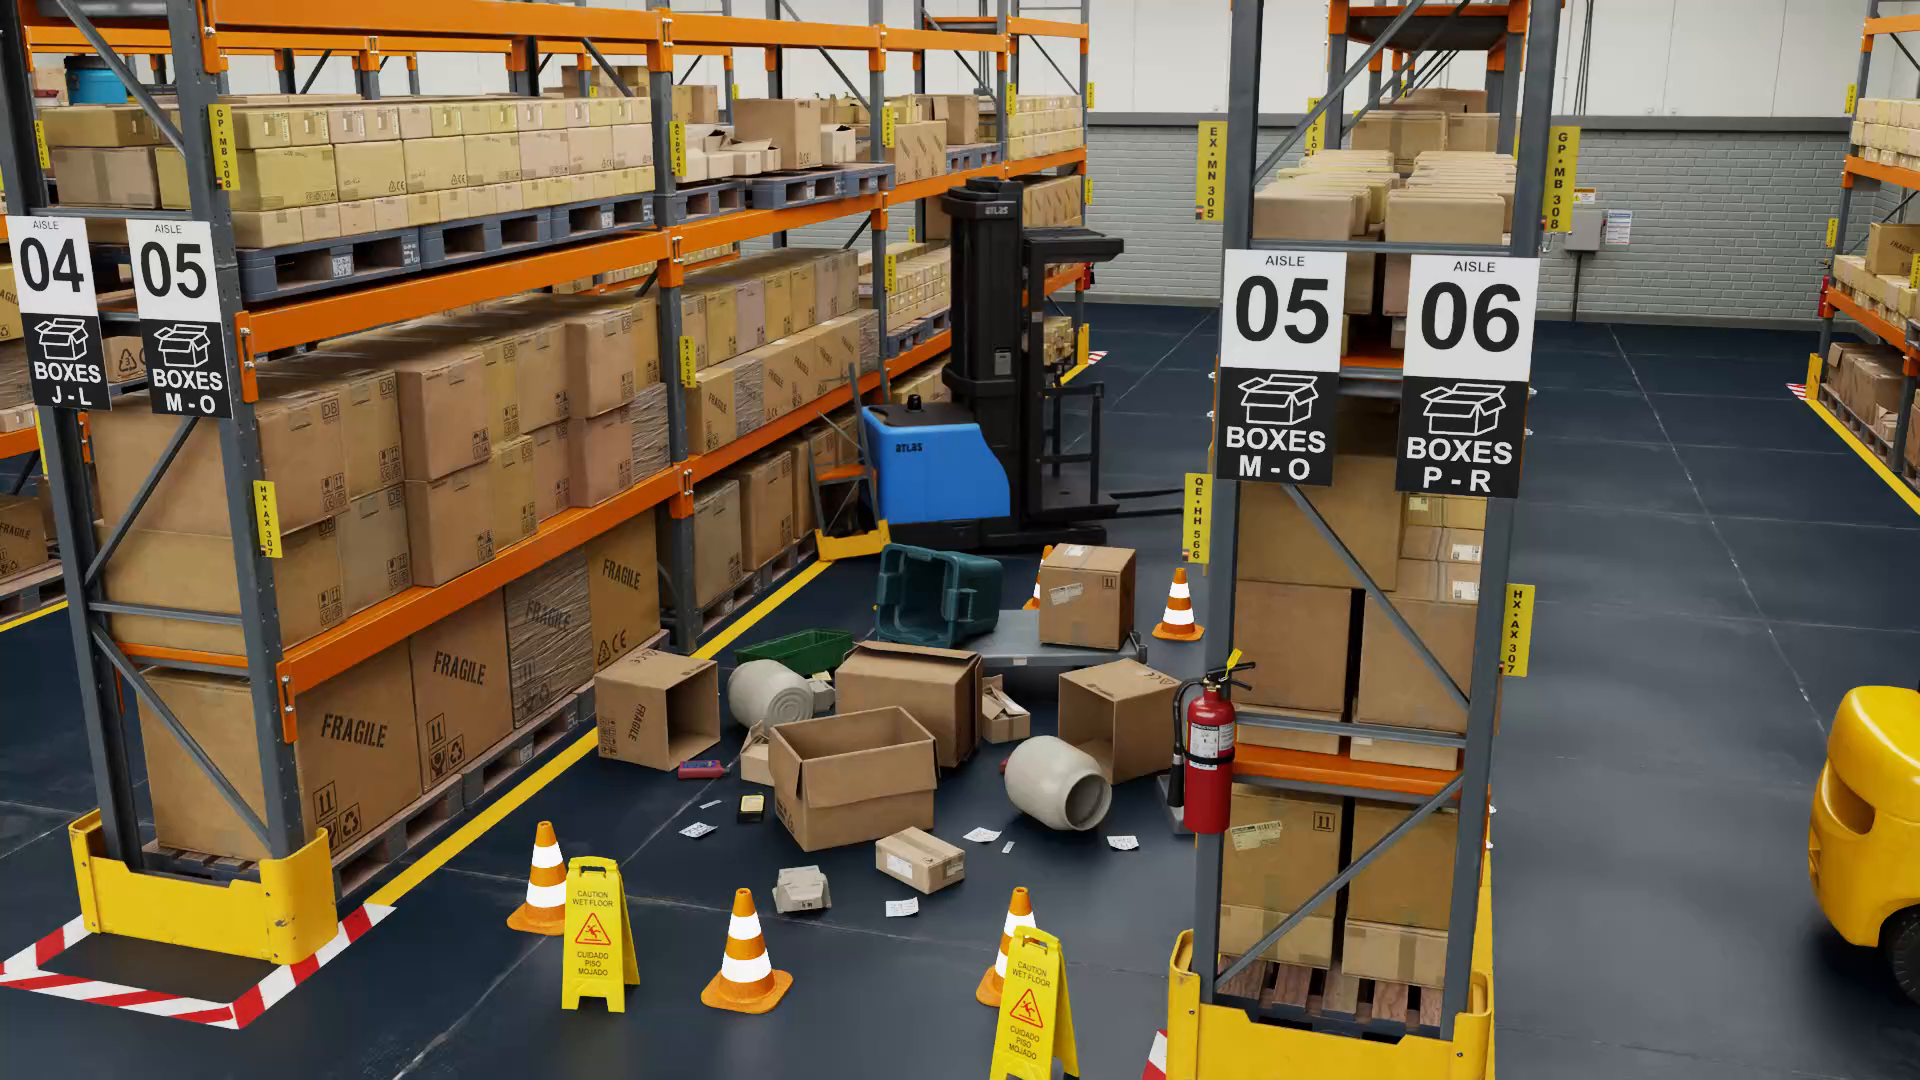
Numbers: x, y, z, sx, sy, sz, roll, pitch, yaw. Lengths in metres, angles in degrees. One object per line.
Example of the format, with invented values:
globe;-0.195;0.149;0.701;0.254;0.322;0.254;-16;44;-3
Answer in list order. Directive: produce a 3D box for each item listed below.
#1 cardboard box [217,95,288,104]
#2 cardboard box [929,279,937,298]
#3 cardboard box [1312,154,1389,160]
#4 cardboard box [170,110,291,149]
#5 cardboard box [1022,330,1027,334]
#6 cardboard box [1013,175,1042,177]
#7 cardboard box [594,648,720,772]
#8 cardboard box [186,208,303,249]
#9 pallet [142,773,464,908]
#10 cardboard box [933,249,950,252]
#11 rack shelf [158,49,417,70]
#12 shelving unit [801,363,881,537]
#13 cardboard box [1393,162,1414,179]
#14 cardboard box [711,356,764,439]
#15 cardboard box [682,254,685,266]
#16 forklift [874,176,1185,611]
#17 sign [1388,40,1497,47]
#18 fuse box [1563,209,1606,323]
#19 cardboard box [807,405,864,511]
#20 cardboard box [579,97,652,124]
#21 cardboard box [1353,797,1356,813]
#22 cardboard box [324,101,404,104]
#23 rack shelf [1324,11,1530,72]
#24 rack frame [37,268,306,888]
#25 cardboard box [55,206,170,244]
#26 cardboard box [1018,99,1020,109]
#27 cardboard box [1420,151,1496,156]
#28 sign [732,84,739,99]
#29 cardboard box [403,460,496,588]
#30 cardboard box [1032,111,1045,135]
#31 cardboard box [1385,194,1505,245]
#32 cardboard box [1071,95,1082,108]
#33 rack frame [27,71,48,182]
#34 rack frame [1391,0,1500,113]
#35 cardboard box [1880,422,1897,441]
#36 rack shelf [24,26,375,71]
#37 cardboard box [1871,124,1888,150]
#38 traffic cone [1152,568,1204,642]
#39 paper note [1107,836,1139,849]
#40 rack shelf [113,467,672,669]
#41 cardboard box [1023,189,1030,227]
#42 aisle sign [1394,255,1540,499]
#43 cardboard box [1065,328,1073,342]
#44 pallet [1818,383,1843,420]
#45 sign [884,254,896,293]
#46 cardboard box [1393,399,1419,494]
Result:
cardboard box;-6.044;-3.504;14.089;0.500;0.500;0.500;5;17;17
cardboard box;-0.436;-2.441;16.084;0.380;0.149;0.250;4;16;15
cardboard box;1.975;-1.875;8.444;0.380;0.149;0.250;4;16;14
cardboard box;-3.004;-1.694;6.855;0.380;0.149;0.250;5;17;16
cardboard box;0.819;-2.484;20.453;0.380;0.149;0.250;4;16;14
cardboard box;0.761;-4.437;21.415;0.500;0.500;0.500;5;16;16
cardboard box;-1.725;0.965;9.507;0.500;0.500;0.500;8;18;25
cardboard box;-2.999;-1.313;6.972;0.380;0.149;0.250;5;17;16
pallet;-3.252;1.451;8.329;1.003;0.211;1.213;5;16;16
cardboard box;-0.072;-2.925;17.244;0.380;0.149;0.250;4;16;14
rack shelf;-8.901;-6.481;22.240;1.077;0.370;4.000;5;16;16
shelving unit;-0.866;-0.684;13.516;0.500;1.500;0.985;-8;8;11
cardboard box;2.534;-2.102;9.751;0.500;0.250;0.500;4;16;15
cardboard box;-1.717;-1.019;11.742;0.500;0.500;0.500;5;17;16
cardboard box;-3.804;-3.633;21.602;0.384;0.149;0.255;5;17;18
forklift;0.713;-1.287;12.995;3.379;2.935;2.434;-4;16;-15
sign;-2.495;-5.090;16.242;14.778;0.525;3.839;5;16;16
fuse box;9.470;-4.160;25.362;0.539;1.711;0.414;5;16;16
cardboard box;-1.390;-0.736;14.281;1.050;0.750;0.750;4;16;15
cardboard box;-2.066;-2.558;9.899;0.380;0.149;0.250;4;16;15
cardboard box;1.643;0.944;7.901;0.500;0.500;0.500;4;16;15
cardboard box;-3.129;-2.211;8.678;0.380;0.149;0.250;5;16;16
rack shelf;3.076;-3.236;10.797;1.077;0.370;4.000;5;16;16
rack frame;-3.404;0.324;7.189;1.000;3.000;0.127;5;16;16
cardboard box;-3.635;-1.361;7.142;0.380;0.149;0.250;5;16;16
cardboard box;0.447;-4.814;18.437;0.380;0.149;0.250;4;16;15
cardboard box;2.627;-1.971;8.783;0.380;0.149;0.250;5;17;17
sign;-3.068;-6.058;22.716;0.100;0.325;0.005;5;16;16
cardboard box;-2.927;-0.131;8.519;0.875;0.550;0.550;5;16;16
cardboard box;0.675;-4.795;19.098;0.500;0.250;0.500;5;17;17
cardboard box;1.667;-1.101;5.717;0.380;0.149;0.250;5;16;15
cardboard box;1.330;-5.555;21.049;0.380;0.149;0.250;4;16;15
rack frame;-6.994;-4.019;11.509;1.000;3.000;0.127;5;16;16
rack frame;4.781;-5.344;16.179;1.000;3.000;0.127;5;16;16
cardboard box;9.418;-1.073;16.570;0.380;0.149;0.250;4;16;14
rack shelf;-6.426;-4.004;13.507;1.077;0.370;4.000;5;16;16
cardboard box;10.007;-4.272;17.626;0.500;0.250;0.500;4;16;14
traffic cone;1.517;0.423;11.491;0.336;0.463;0.334;5;16;16
paper note;0.826;1.522;8.407;0.142;0.019;0.148;-1;16;-3
rack shelf;-2.836;0.019;9.096;0.919;0.052;3.809;5;16;16
cardboard box;0.501;-3.723;18.899;0.500;0.500;0.500;4;16;14
aisle sign;1.650;-0.529;5.432;0.394;0.787;0.004;5;16;16
cardboard box;1.266;-2.675;21.674;0.380;0.149;0.250;4;16;14
pallet;10.430;-1.550;18.908;1.003;0.211;1.213;5;16;16
sign;-0.598;-2.284;14.262;0.100;0.325;0.005;5;16;16
cardboard box;1.779;-0.534;7.655;0.700;0.500;0.500;5;16;16
